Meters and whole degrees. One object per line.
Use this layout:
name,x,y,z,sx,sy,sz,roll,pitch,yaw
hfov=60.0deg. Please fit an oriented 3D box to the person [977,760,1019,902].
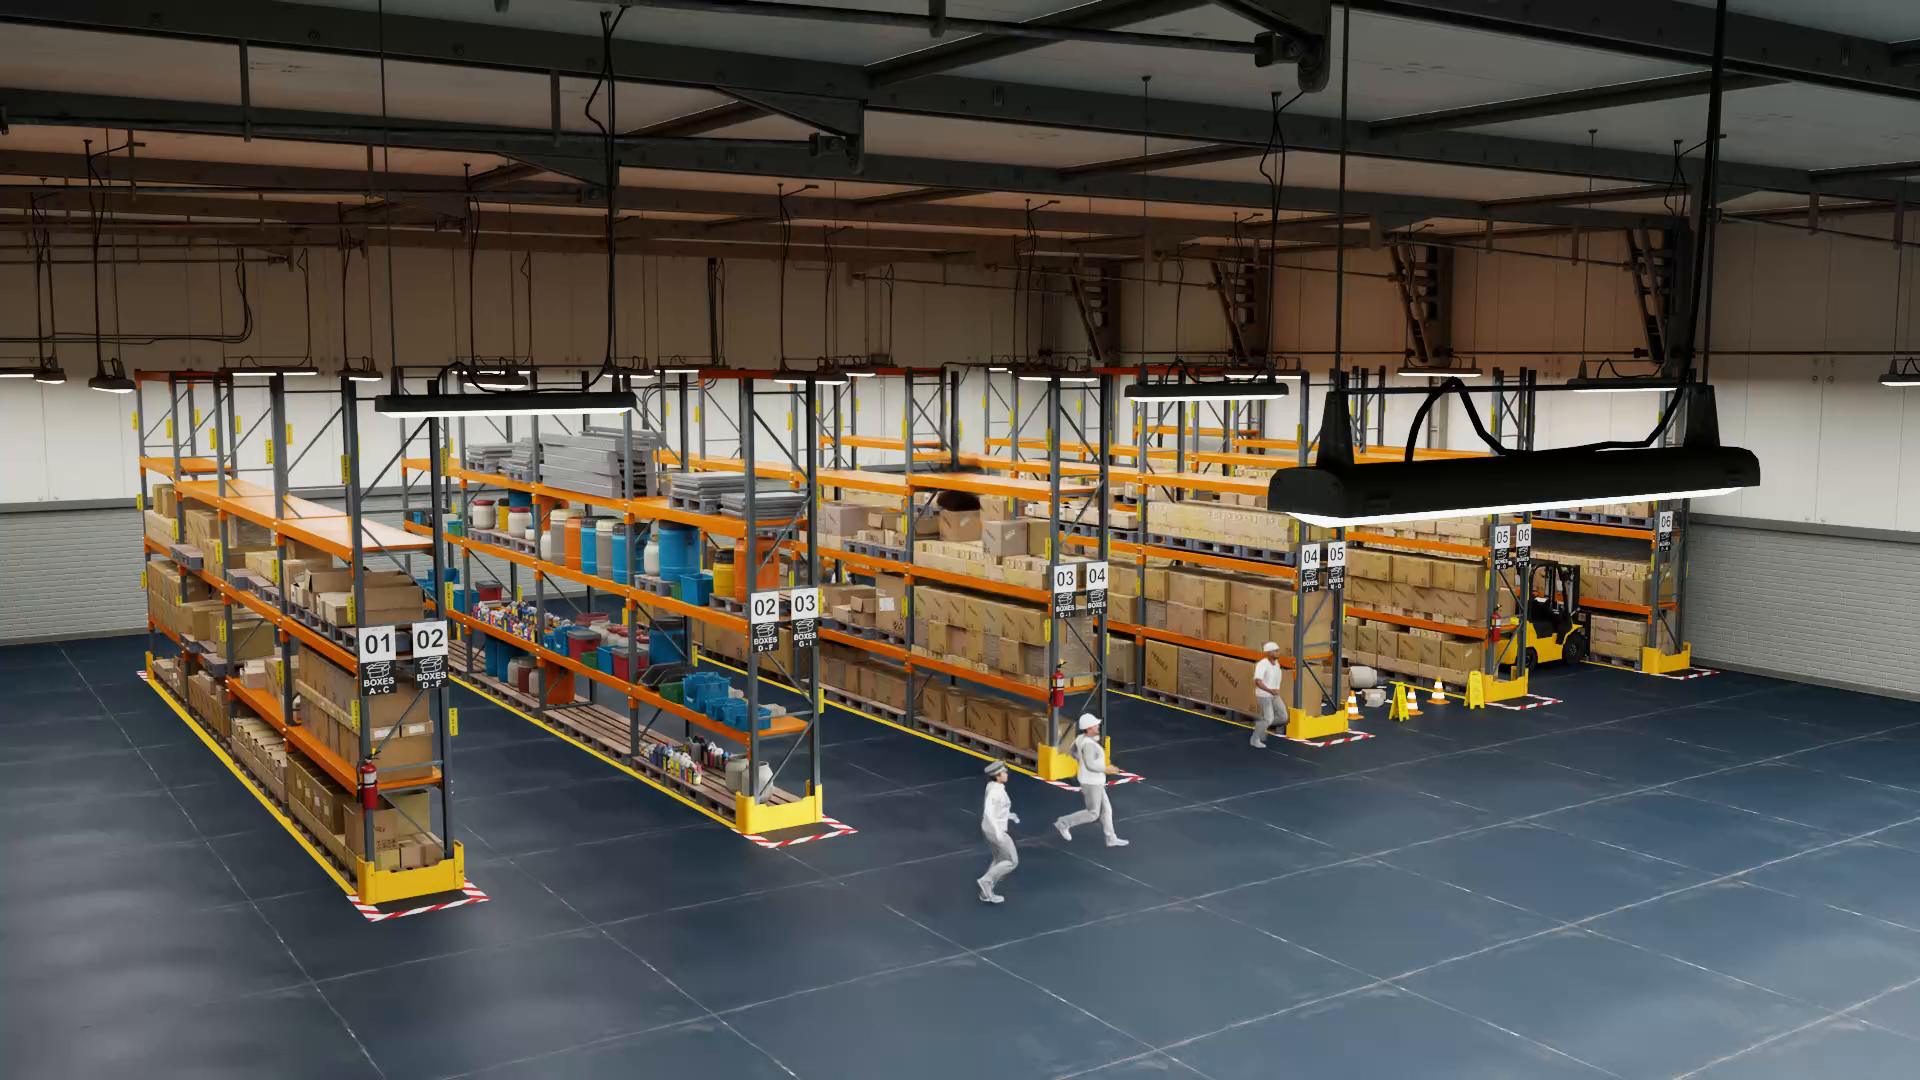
person,0.445,3.350,19.171,0.538,1.663,0.630,-1,7,-10

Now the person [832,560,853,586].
person,-2.650,1.281,37.366,0.620,1.739,0.872,-4,7,-29

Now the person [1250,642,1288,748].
person,4.987,2.475,26.644,0.563,1.681,0.753,6,9,41

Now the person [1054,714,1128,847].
person,1.680,3.071,21.214,0.971,1.741,0.676,0,6,-3
